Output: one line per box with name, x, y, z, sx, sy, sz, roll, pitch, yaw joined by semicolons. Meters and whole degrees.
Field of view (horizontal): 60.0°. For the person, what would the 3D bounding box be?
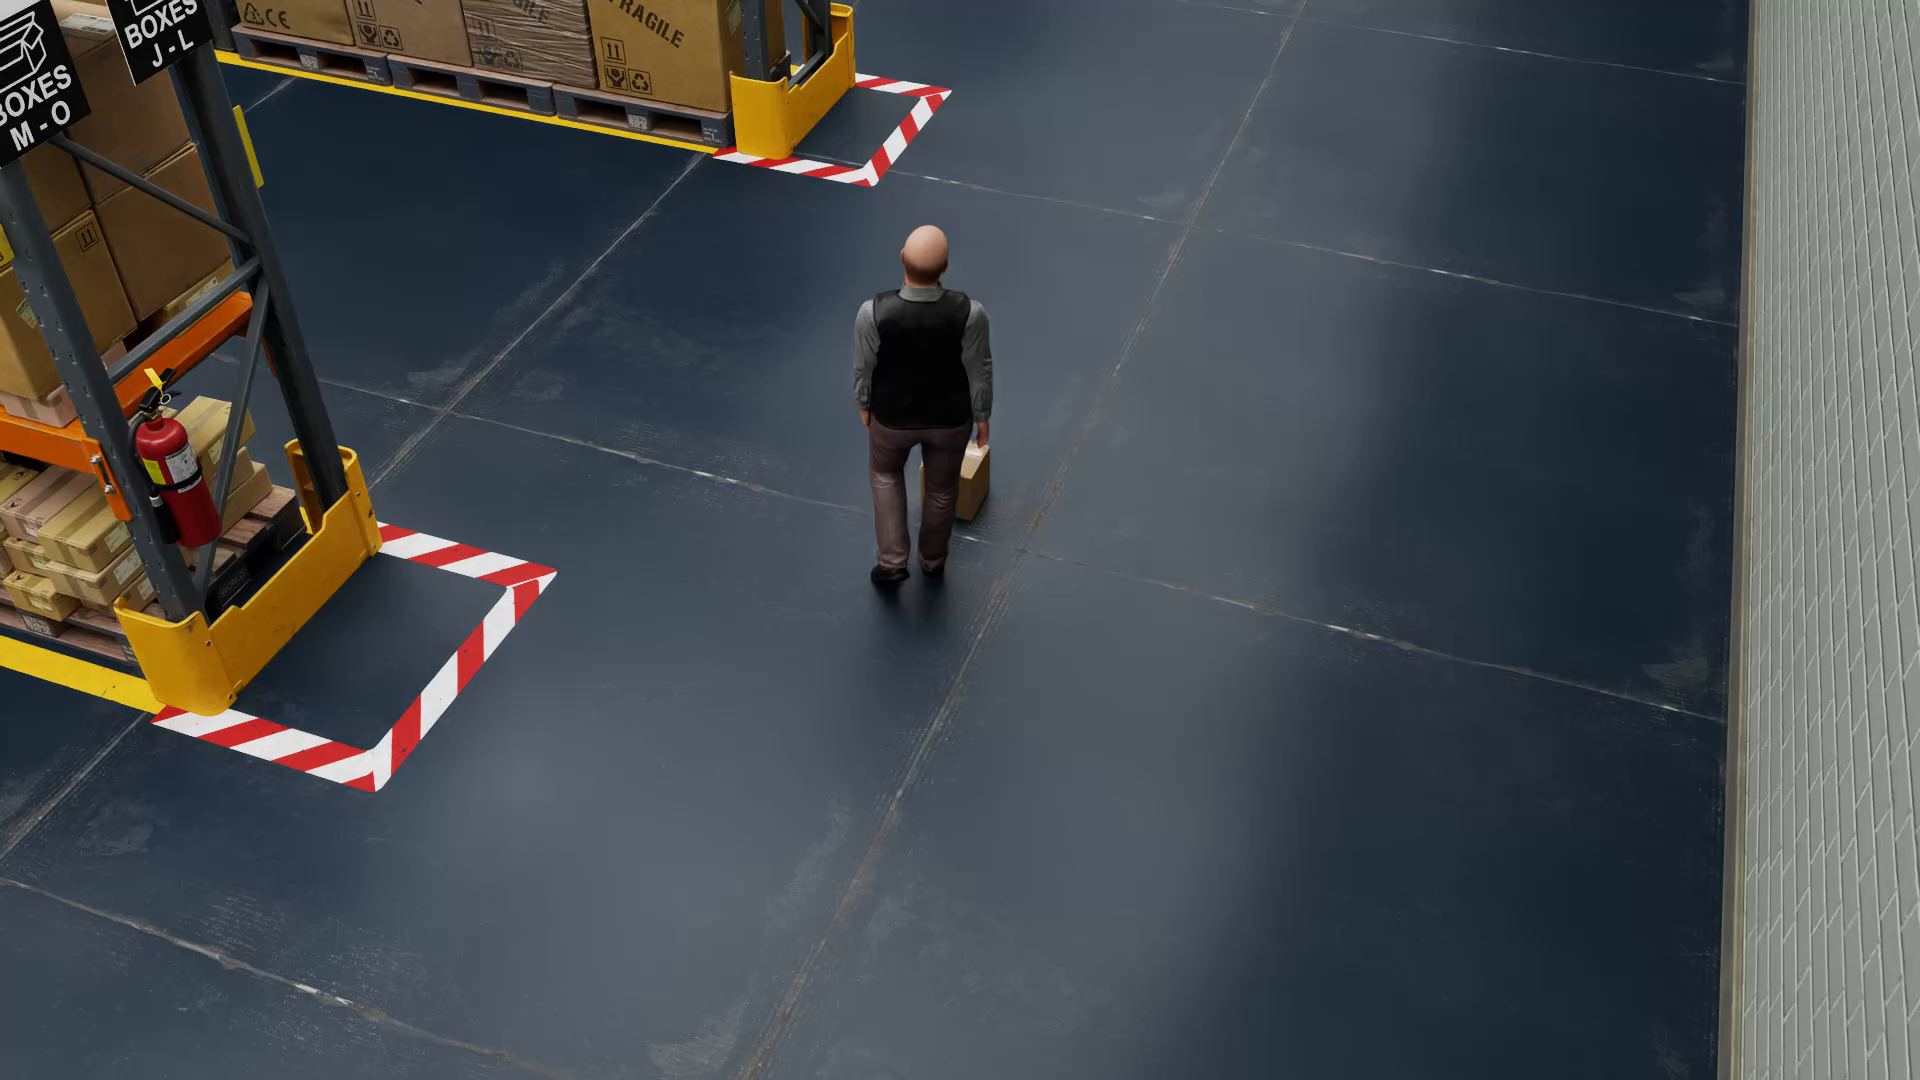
person;-0.149;-0.517;6.762;0.557;1.736;0.479;-1;41;-2
